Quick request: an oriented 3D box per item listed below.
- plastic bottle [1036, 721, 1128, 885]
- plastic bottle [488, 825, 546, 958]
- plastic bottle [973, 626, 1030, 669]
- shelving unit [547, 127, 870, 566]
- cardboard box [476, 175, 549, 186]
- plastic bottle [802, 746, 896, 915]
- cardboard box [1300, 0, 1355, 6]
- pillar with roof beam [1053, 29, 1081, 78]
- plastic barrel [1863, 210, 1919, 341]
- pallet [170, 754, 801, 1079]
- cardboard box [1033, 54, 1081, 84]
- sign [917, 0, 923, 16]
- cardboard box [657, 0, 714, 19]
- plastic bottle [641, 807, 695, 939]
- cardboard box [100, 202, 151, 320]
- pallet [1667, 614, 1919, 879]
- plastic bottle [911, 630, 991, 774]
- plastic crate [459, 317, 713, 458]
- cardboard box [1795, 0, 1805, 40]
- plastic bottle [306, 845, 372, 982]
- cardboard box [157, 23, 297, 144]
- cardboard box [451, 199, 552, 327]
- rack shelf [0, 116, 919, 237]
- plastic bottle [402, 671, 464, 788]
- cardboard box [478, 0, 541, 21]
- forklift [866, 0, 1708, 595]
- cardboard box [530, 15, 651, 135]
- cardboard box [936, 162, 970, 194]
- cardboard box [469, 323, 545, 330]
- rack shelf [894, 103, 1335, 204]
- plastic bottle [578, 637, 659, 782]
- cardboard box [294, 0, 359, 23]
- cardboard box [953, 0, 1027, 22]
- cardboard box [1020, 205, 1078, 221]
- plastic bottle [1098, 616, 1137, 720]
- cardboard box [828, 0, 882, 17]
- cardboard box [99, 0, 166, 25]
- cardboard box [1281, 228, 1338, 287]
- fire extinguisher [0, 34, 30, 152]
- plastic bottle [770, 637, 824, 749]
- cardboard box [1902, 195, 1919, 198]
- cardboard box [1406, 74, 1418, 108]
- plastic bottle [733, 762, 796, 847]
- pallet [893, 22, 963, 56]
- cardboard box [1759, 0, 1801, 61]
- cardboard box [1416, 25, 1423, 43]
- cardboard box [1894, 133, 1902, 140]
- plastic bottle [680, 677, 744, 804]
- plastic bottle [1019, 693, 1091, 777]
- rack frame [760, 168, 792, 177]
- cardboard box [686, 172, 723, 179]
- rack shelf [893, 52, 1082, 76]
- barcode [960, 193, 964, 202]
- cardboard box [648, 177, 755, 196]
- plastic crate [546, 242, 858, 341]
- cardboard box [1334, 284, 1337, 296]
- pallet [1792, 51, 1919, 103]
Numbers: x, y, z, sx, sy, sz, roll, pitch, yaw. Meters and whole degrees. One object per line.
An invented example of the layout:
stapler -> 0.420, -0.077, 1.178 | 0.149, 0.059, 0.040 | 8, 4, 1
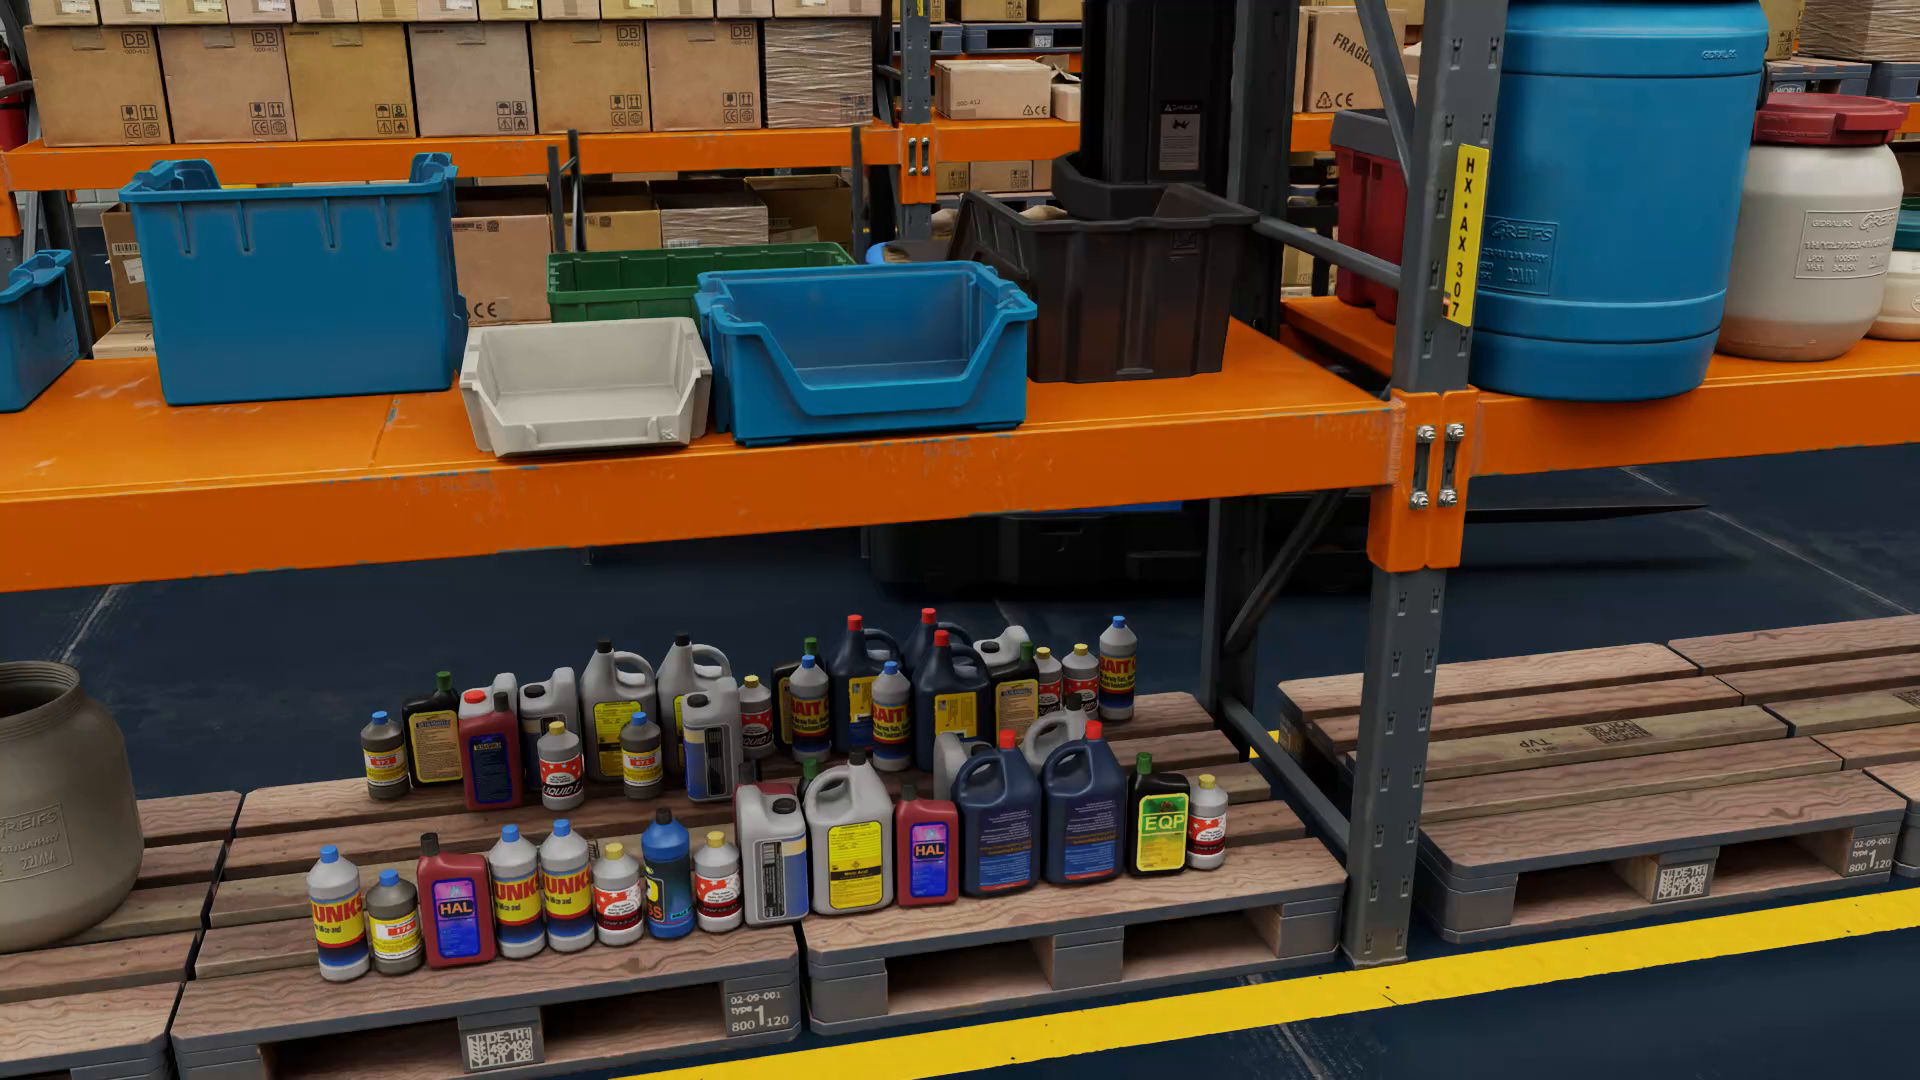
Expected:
plastic bottle -> 0.265, 0.562, 3.630 | 0.185, 0.351, 0.144 | -5, 21, -14
plastic bottle -> -0.898, 0.702, 3.363 | 0.097, 0.271, 0.097 | 0, 20, 0
plastic bottle -> 0.106, 0.363, 4.282 | 0.135, 0.276, 0.152 | -4, 20, -11
shelving unit -> -0.872, -0.706, 6.063 | 1.048, 1.500, 0.538 | -1, 20, -4
cardboard box -> -3.373, -2.766, 12.499 | 0.500, 0.500, 0.700 | -6, 21, -16
plastic bottle -> -0.236, 0.603, 3.519 | 0.185, 0.351, 0.144 | -5, 21, -13
cardboard box -> 2.970, -4.404, 13.369 | 0.500, 0.500, 0.500 | -4, 21, -11
pillar with roof beam -> 1.965, -5.818, 9.113 | 0.400, 9.000, 9.100 | -5, 21, -12
plastic barrel -> 2.149, -0.611, 3.822 | 0.301, 0.262, 0.301 | 0, 20, 0
pallet -> -1.028, 0.824, 3.758 | 1.213, 0.211, 1.003 | -5, 21, -12
cardboard box -> 0.502, -2.349, 8.561 | 0.258, 0.266, 0.396 | -5, 21, -14
sign -> -0.182, -2.539, 7.510 | 0.005, 0.325, 0.100 | -5, 21, -12
cardboard box -> -1.277, -2.477, 7.628 | 0.250, 0.149, 0.380 | -5, 21, -13
plastic bottle -> -0.603, 0.679, 3.428 | 0.097, 0.271, 0.097 | 0, 20, 0
cardboard box -> -3.750, -1.364, 7.975 | 0.500, 0.500, 0.500 | -5, 21, -12
pallet -> 2.770, 0.514, 4.604 | 1.213, 0.211, 1.003 | -5, 21, -12
plastic bottle -> -0.023, 0.388, 4.106 | 0.185, 0.351, 0.144 | -5, 21, -12
plastic crate -> -0.697, -0.285, 3.116 | 0.437, 0.136, 0.530 | -5, 21, -12
cardboard box -> 6.863, -4.750, 14.485 | 0.700, 0.700, 0.980 | -4, 21, -12
plastic bottle -> -1.231, 0.730, 3.289 | 0.097, 0.271, 0.097 | 0, 20, 0
cardboard box -> -3.236, -2.087, 7.505 | 0.500, 0.500, 0.700 | -4, 21, -11
cardboard box -> -2.170, -1.308, 7.821 | 0.500, 0.500, 0.500 | -5, 21, -12
rack shelf -> -2.257, -1.785, 7.871 | 4.000, 0.370, 1.077 | -5, 21, -12
plastic bottle -> -1.271, 0.456, 4.019 | 0.133, 0.283, 0.061 | -4, 21, -11
cardboard box -> -2.020, -2.417, 7.463 | 0.250, 0.149, 0.380 | -4, 20, -11
forklift -> 1.175, -1.372, 5.798 | 3.031, 2.935, 1.130 | -1, 20, -4
cardboard box -> -1.742, -2.208, 7.836 | 0.500, 0.500, 0.700 | -4, 21, -12
cardboard box -> -0.251, -3.093, 13.391 | 0.500, 0.500, 0.700 | -5, 21, -14
cardboard box -> -2.170, -0.956, 7.951 | 0.500, 0.250, 0.500 | -5, 21, -12
rack shelf -> 1.635, -2.101, 8.735 | 4.000, 0.370, 1.077 | -5, 21, -12
plastic bottle -> -0.834, 0.403, 4.064 | 0.185, 0.351, 0.144 | -4, 20, -10
cardboard box -> -2.768, -2.357, 7.299 | 0.250, 0.149, 0.380 | -5, 21, -14
cardboard box -> 0.228, -4.325, 12.976 | 0.500, 0.500, 0.700 | -2, 20, -5
cardboard box -> 0.522, -1.621, 8.952 | 0.500, 0.311, 0.500 | -4, 21, -11
plastic bottle -> 0.414, 0.331, 4.378 | 0.097, 0.271, 0.097 | 0, 20, 0
cardboard box -> -0.526, -2.539, 7.796 | 0.250, 0.149, 0.380 | -5, 21, -13
cardboard box -> -3.516, -2.296, 7.134 | 0.250, 0.149, 0.380 | -5, 21, -14
cardboard box -> 1.644, -1.521, 8.679 | 0.500, 0.311, 0.500 | -4, 21, -11
fire extinguisher -> -4.426, -2.074, 7.728 | 0.183, 0.674, 0.296 | -5, 21, -12
plastic bottle -> -0.410, 0.386, 4.210 | 0.133, 0.283, 0.061 | -4, 20, -10
cardboard box -> 5.595, -1.695, 9.575 | 0.500, 0.500, 0.500 | -5, 21, -14
cardboard box -> 2.354, -2.360, 8.760 | 0.250, 0.149, 0.380 | -3, 20, -8
plastic bottle -> -0.420, 0.611, 3.596 | 0.133, 0.283, 0.061 | -5, 21, -12
pallet -> -0.677, -3.860, 12.771 | 1.213, 0.211, 1.003 | -5, 21, -12
cardboard box -> 4.169, -2.929, 9.194 | 0.500, 0.500, 0.700 | -12, 24, -31
cardboard box -> 3.804, -4.189, 13.727 | 0.250, 0.149, 0.380 | -4, 21, -11
cardboard box -> 8.072, -3.699, 15.074 | 0.500, 0.500, 0.700 | -4, 21, -11
plastic bottle -> -0.595, 0.471, 3.988 | 0.135, 0.276, 0.152 | -5, 21, -12
plastic bottle -> 0.232, 0.514, 3.762 | 0.185, 0.351, 0.144 | -5, 21, -12
rack frame -> -1.454, -3.939, 12.705 | 0.127, 3.000, 1.000 | -5, 21, -12
cardboard box -> -1.968, -2.762, 12.974 | 0.250, 0.166, 0.380 | -7, 21, -20
rack shelf -> 0.492, -3.759, 13.261 | 4.000, 0.370, 1.077 | -5, 21, -12
barcode -> 0.033, -1.645, 8.043 | 0.075, 0.075, 0.001 | -5, 21, -12
cardboard box -> -1.319, -1.565, 8.522 | 0.500, 0.500, 0.500 | -5, 21, -12
plastic crate -> -0.561, -0.510, 3.654 | 0.662, 0.188, 0.450 | -5, 21, -12
cardboard box -> 2.135, -1.299, 8.888 | 0.500, 0.250, 0.500 | -4, 21, -11
pallet -> 5.473, -2.663, 9.501 | 1.213, 0.211, 1.003 | -5, 21, -12
